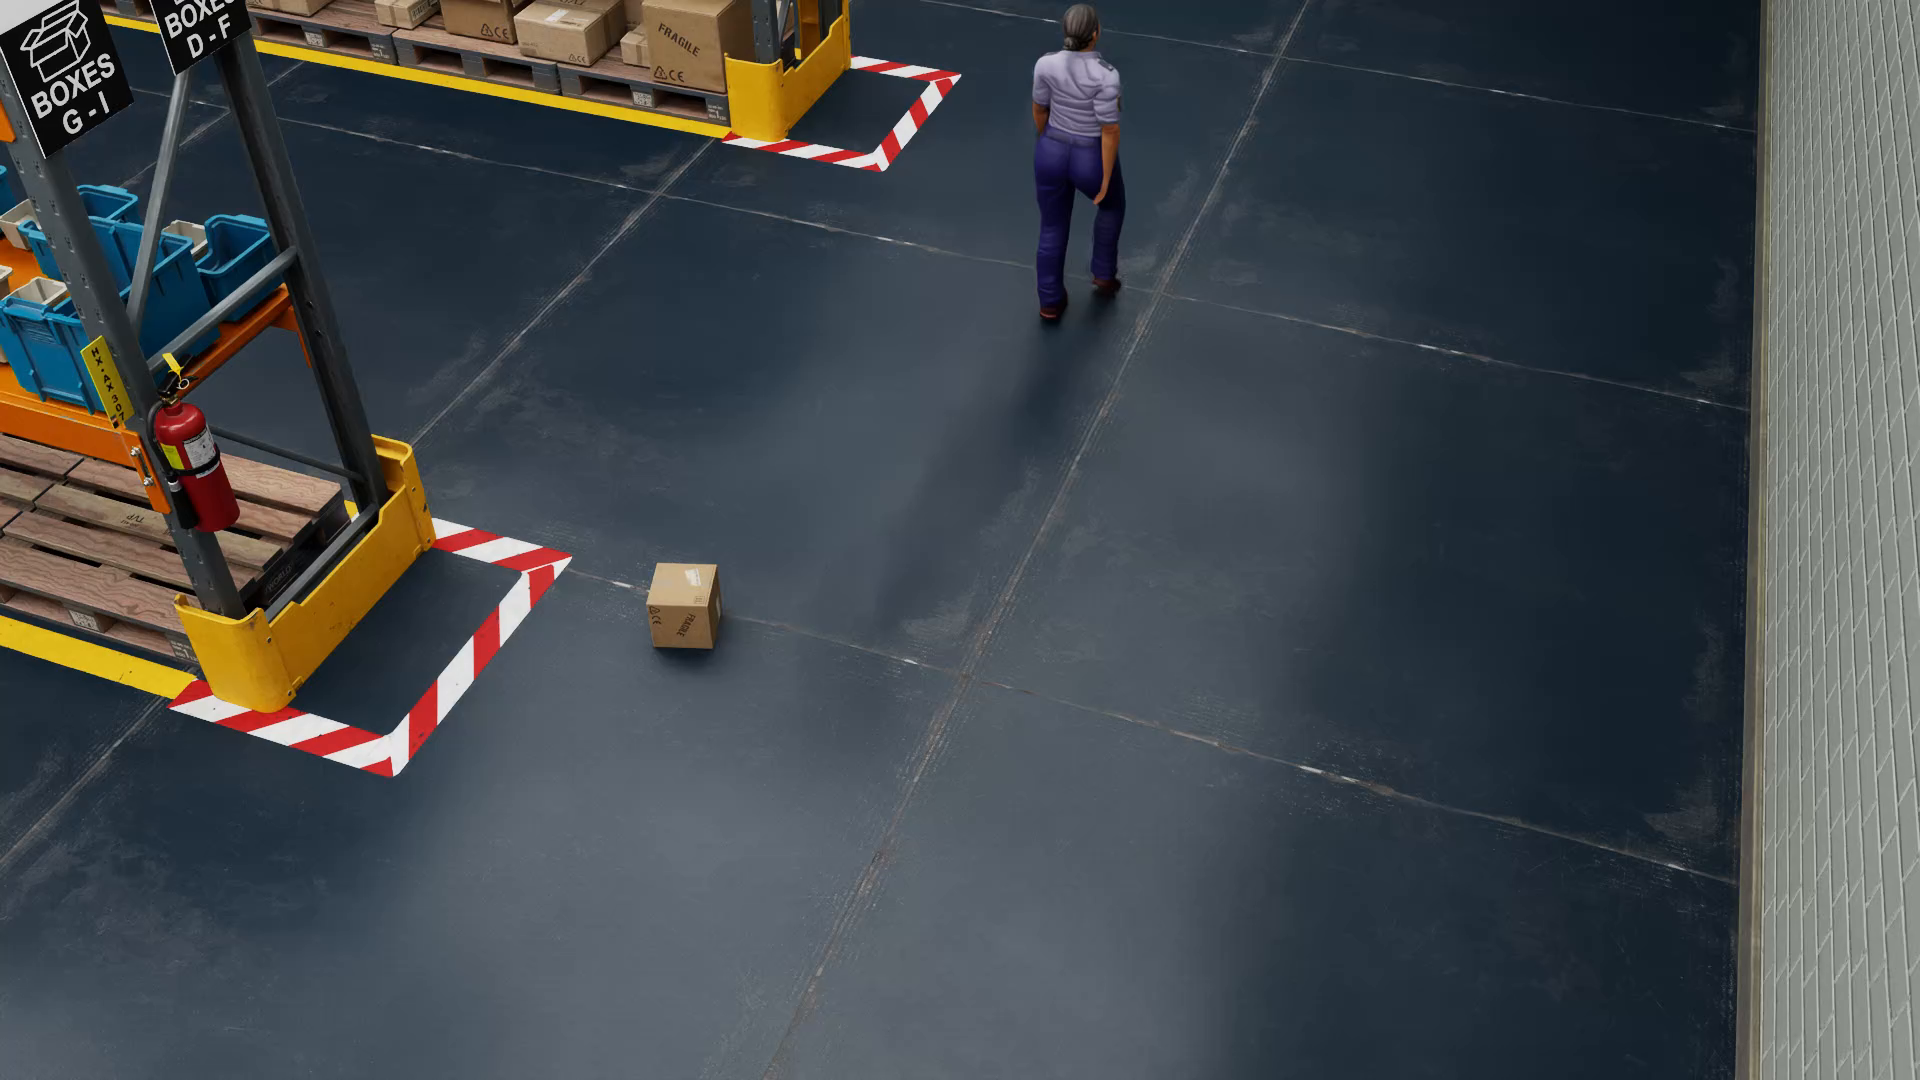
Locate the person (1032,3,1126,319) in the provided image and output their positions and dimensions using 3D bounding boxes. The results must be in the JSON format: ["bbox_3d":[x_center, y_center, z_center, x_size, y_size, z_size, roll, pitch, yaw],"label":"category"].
[{"bbox_3d":[0.591,-1.885,8.303,0.484,1.704,0.597,14,44,16],"label":"person"}]
